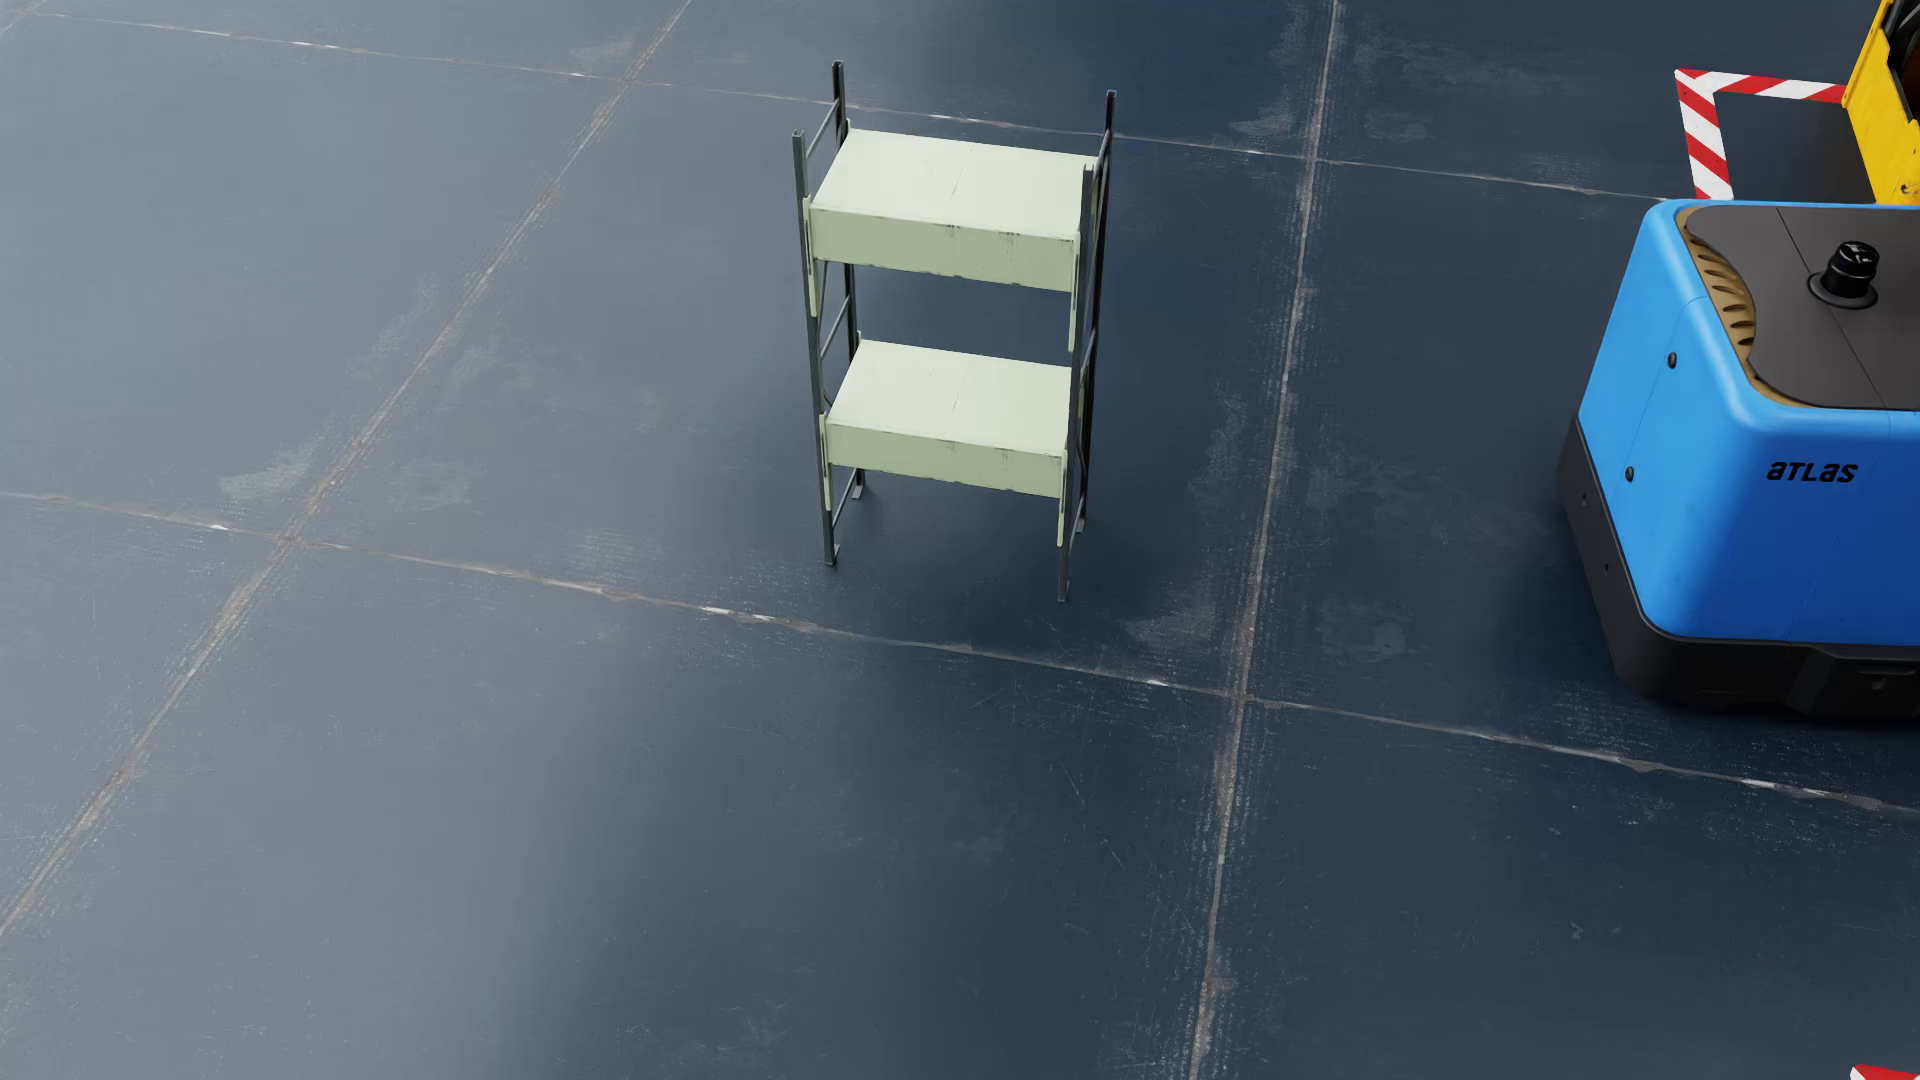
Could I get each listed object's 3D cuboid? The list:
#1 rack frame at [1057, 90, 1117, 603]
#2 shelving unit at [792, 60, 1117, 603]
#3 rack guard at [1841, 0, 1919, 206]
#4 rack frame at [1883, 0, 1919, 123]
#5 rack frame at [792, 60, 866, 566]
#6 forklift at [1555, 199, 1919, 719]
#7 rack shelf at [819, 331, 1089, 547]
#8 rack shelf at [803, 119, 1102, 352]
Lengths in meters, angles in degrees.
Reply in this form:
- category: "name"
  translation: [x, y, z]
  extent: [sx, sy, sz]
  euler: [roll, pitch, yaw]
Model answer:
- category: "rack frame"
  translation: [0.351, -0.486, 4.673]
  extent: [0.023, 1.500, 0.400]
  euler: [9, 45, 9]
- category: "shelving unit"
  translation: [-0.007, -0.541, 4.731]
  extent: [0.755, 1.500, 0.431]
  euler: [9, 45, 9]
- category: "rack guard"
  translation: [3.888, -1.710, 6.666]
  extent: [0.348, 0.500, 1.175]
  euler: [9, 45, 9]
- category: "rack frame"
  translation: [3.814, -2.622, 5.812]
  extent: [0.127, 3.000, 1.000]
  euler: [9, 45, 9]
- category: "rack frame"
  translation: [-0.364, -0.597, 4.789]
  extent: [0.023, 1.500, 0.400]
  euler: [9, 45, 9]
- category: "forklift"
  translation: [3.411, -0.868, 4.038]
  extent: [3.031, 2.935, 1.130]
  euler: [2, 44, 2]
- category: "rack shelf"
  translation: [-0.007, -0.306, 4.957]
  extent: [0.720, 0.370, 0.431]
  euler: [9, 45, 9]
- category: "rack shelf"
  translation: [-0.007, -0.823, 4.460]
  extent: [0.720, 0.370, 0.431]
  euler: [9, 45, 9]
